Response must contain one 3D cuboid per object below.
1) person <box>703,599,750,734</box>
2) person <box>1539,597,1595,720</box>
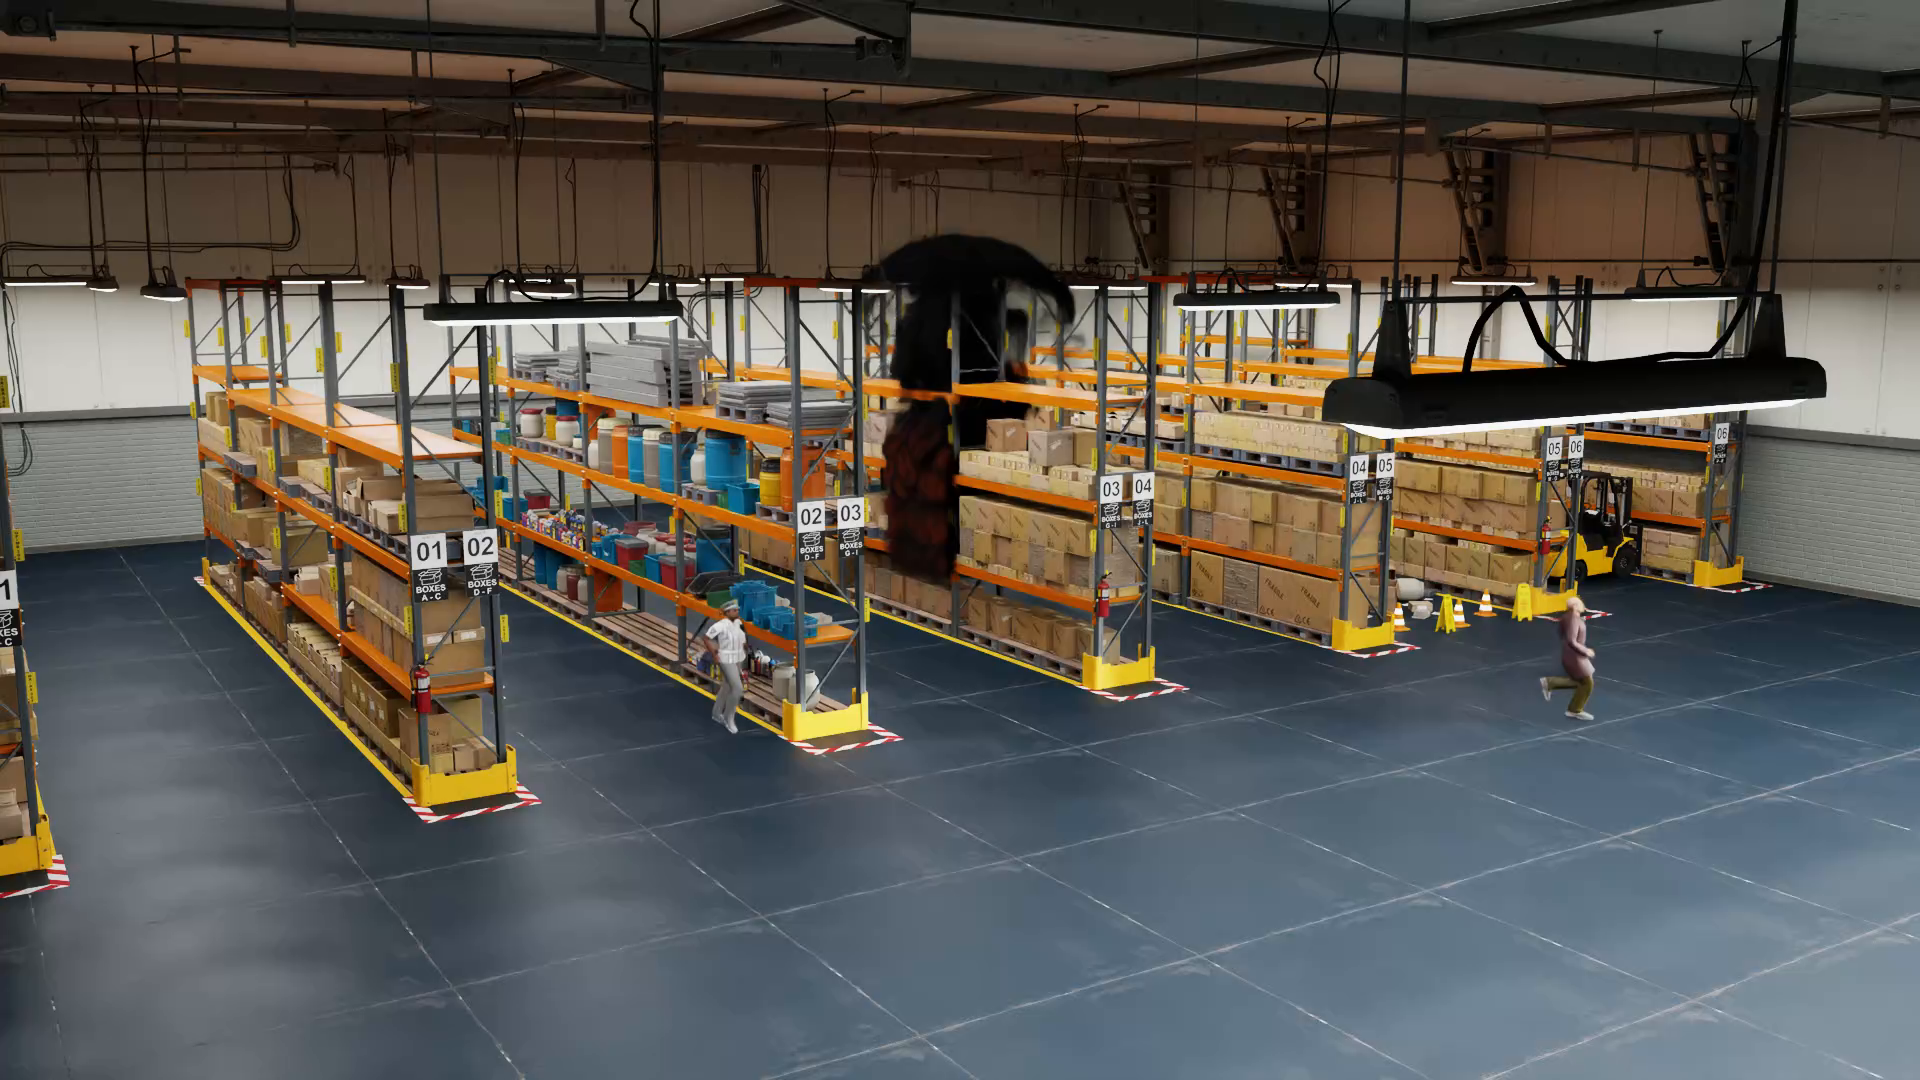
[{"bbox_3d":[-2.985,1.632,21.651,0.671,1.762,0.539,6,11,31],"label":"person"},{"bbox_3d":[8.492,1.638,23.174,0.717,1.724,0.730,1,10,7],"label":"person"}]
